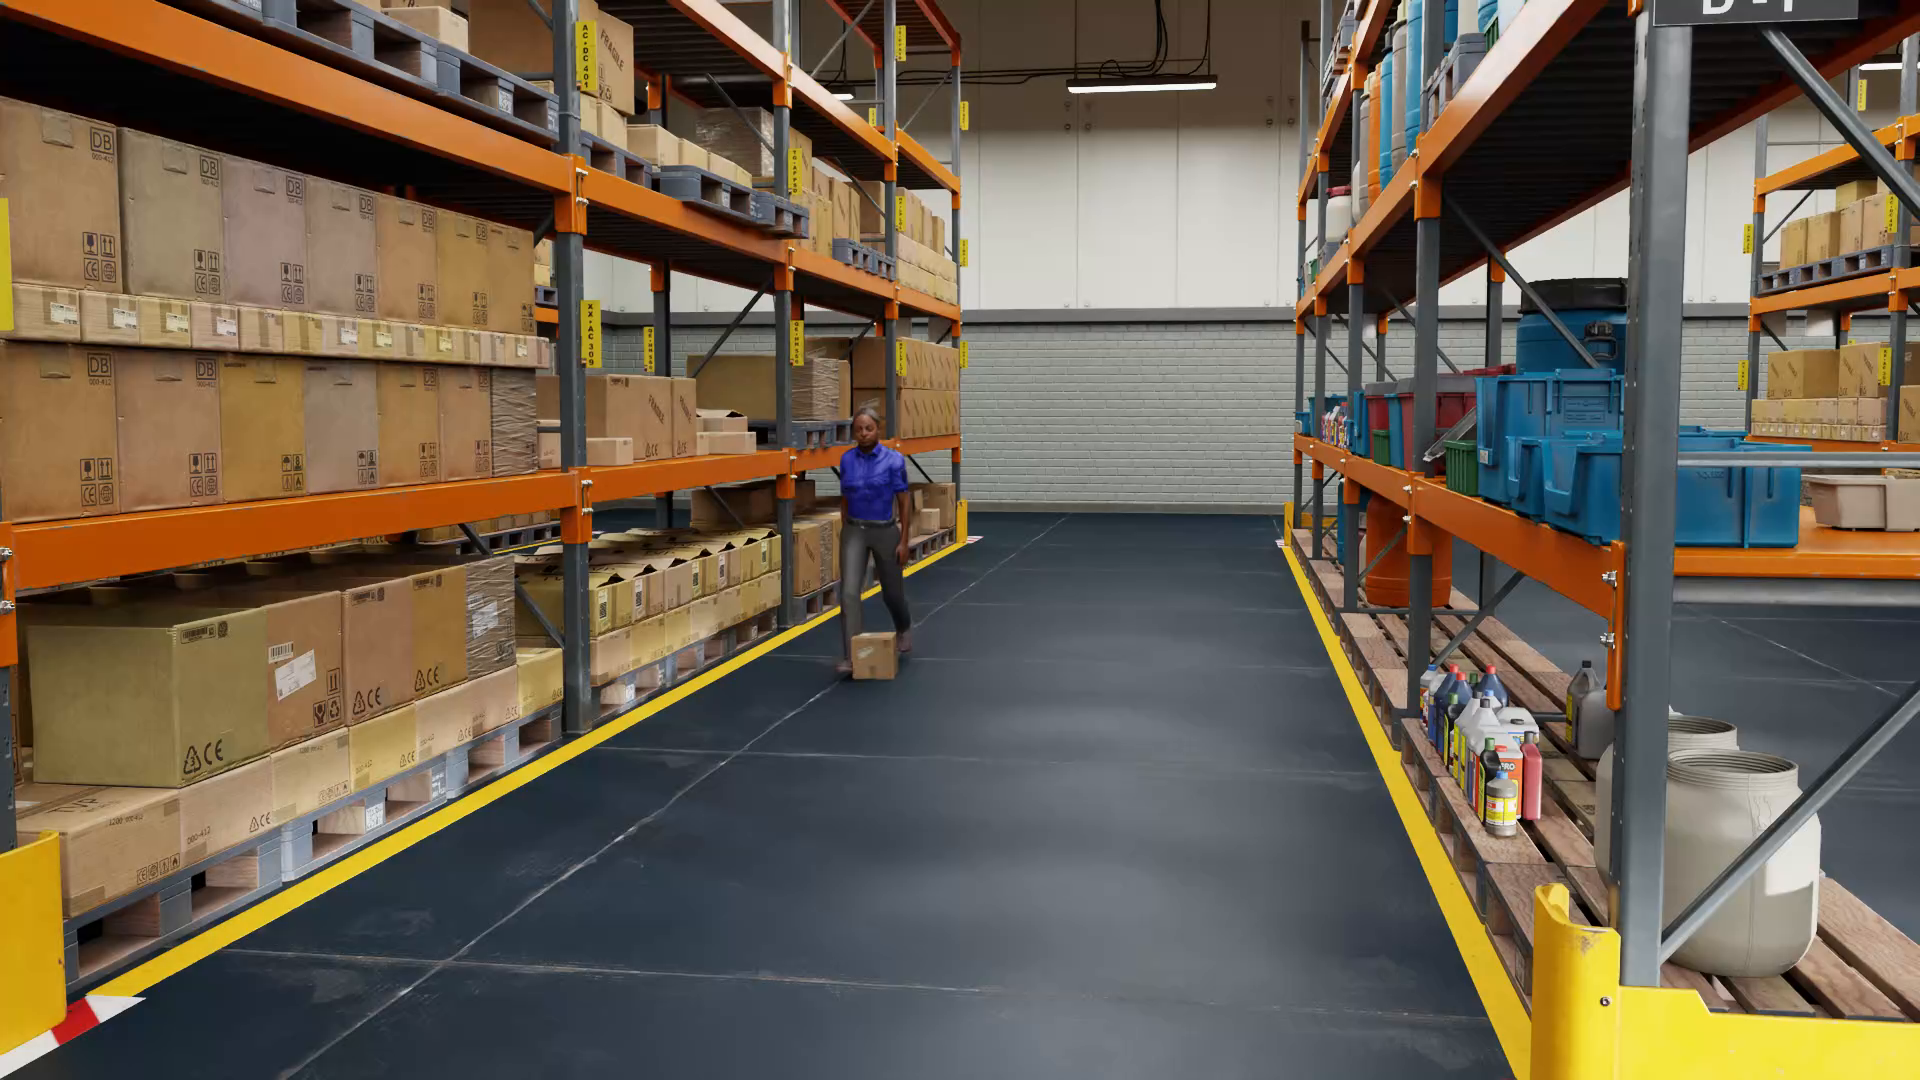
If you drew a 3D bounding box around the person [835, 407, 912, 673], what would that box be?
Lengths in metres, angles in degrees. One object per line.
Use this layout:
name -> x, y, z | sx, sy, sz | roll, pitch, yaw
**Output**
person -> -0.507, -0.014, 10.227 | 0.449, 1.606, 0.987 | 1, 5, 10
